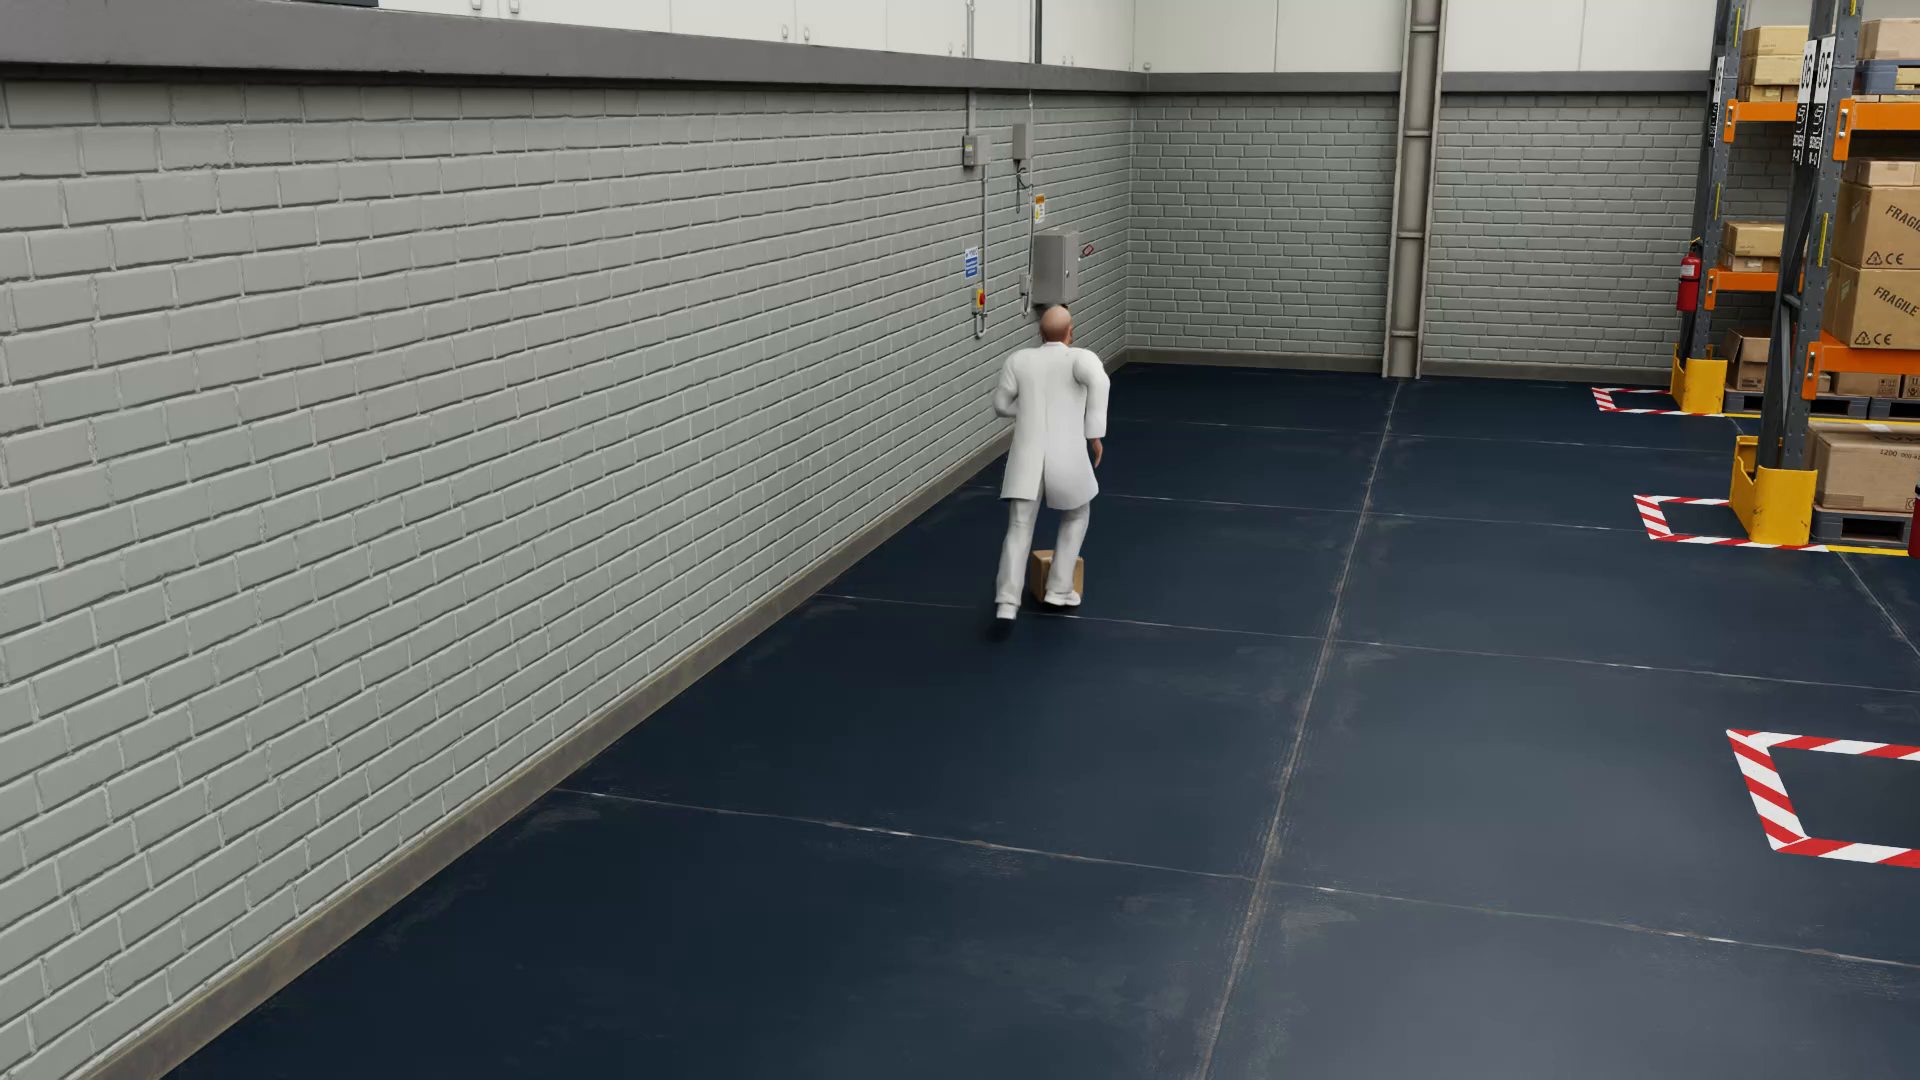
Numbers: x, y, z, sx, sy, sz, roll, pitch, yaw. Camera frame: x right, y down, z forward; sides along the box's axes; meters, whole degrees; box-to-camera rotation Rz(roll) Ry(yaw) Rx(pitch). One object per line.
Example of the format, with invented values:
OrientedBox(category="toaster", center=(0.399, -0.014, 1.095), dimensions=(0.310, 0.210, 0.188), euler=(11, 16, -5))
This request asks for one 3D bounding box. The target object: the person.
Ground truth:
OrientedBox(category="person", center=(0.493, -0.409, 9.226), dimensions=(0.693, 1.720, 1.046), euler=(3, 15, 12))
